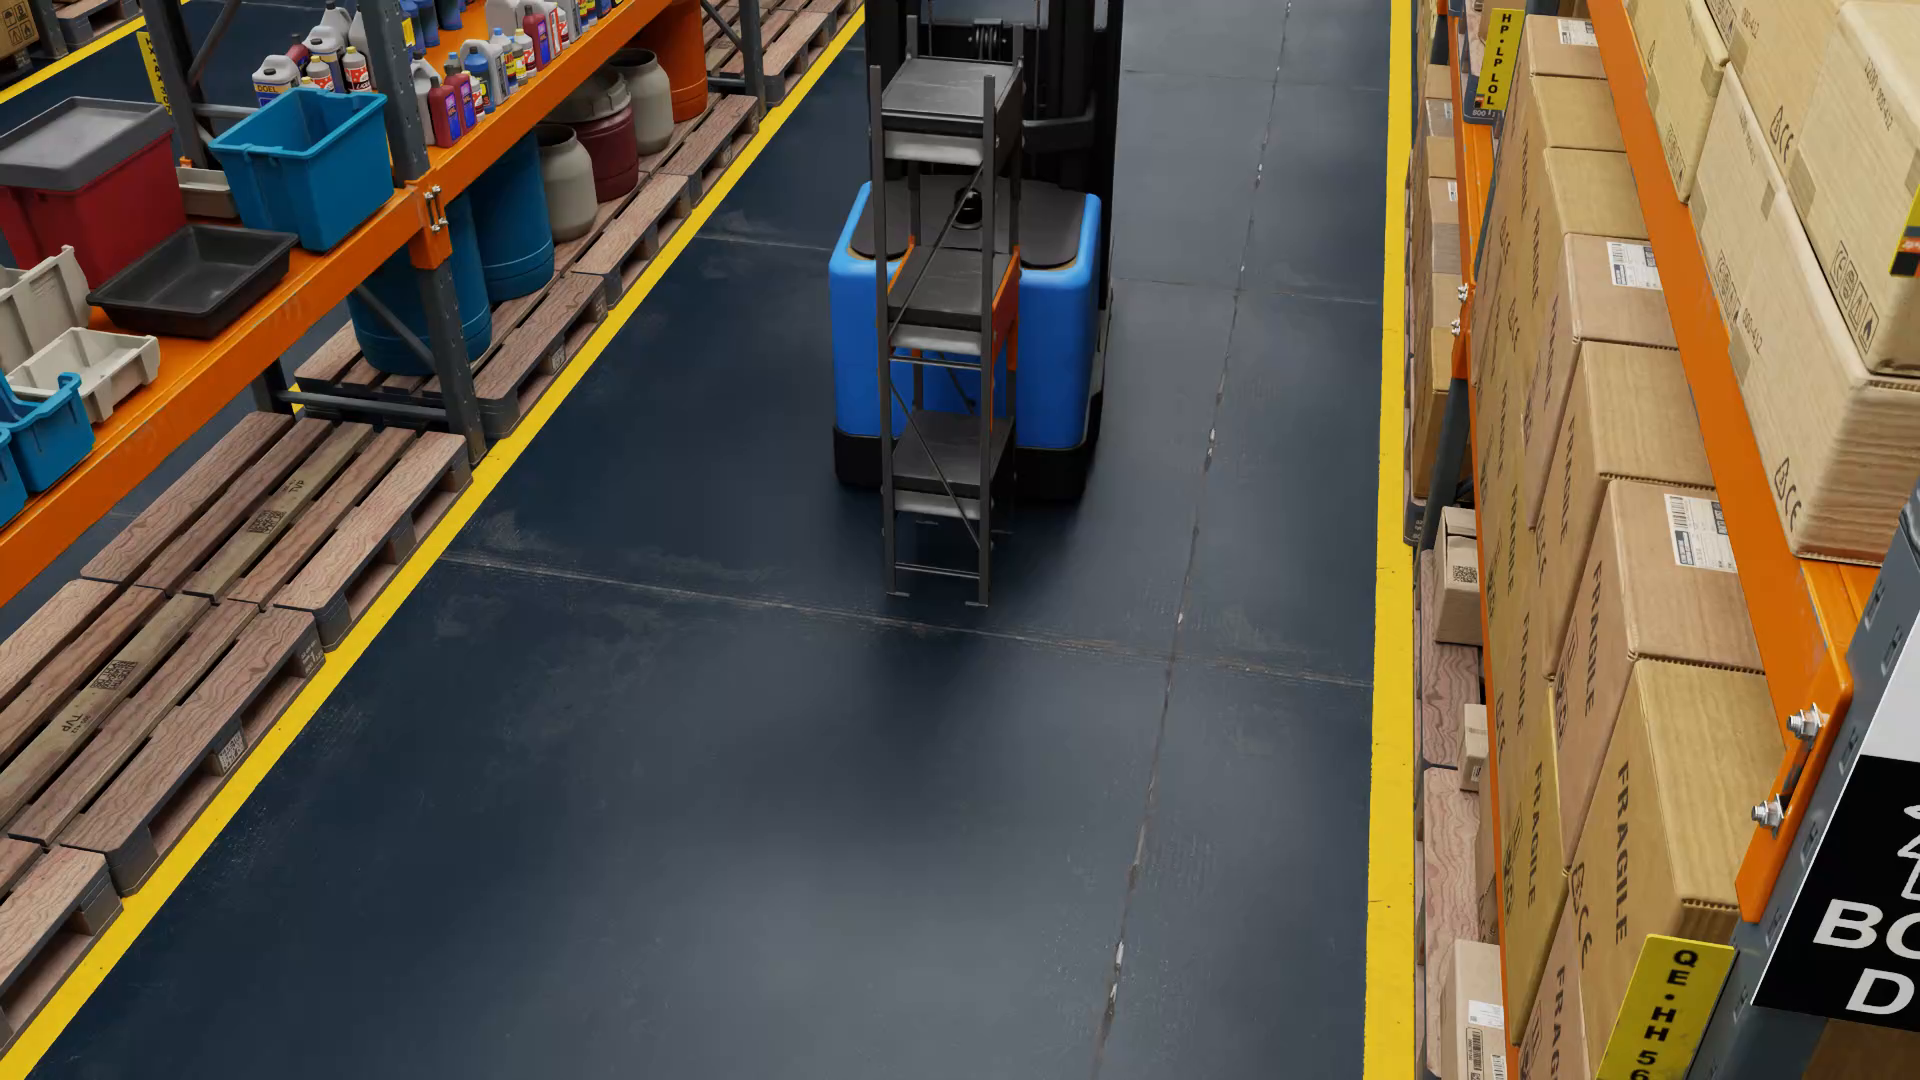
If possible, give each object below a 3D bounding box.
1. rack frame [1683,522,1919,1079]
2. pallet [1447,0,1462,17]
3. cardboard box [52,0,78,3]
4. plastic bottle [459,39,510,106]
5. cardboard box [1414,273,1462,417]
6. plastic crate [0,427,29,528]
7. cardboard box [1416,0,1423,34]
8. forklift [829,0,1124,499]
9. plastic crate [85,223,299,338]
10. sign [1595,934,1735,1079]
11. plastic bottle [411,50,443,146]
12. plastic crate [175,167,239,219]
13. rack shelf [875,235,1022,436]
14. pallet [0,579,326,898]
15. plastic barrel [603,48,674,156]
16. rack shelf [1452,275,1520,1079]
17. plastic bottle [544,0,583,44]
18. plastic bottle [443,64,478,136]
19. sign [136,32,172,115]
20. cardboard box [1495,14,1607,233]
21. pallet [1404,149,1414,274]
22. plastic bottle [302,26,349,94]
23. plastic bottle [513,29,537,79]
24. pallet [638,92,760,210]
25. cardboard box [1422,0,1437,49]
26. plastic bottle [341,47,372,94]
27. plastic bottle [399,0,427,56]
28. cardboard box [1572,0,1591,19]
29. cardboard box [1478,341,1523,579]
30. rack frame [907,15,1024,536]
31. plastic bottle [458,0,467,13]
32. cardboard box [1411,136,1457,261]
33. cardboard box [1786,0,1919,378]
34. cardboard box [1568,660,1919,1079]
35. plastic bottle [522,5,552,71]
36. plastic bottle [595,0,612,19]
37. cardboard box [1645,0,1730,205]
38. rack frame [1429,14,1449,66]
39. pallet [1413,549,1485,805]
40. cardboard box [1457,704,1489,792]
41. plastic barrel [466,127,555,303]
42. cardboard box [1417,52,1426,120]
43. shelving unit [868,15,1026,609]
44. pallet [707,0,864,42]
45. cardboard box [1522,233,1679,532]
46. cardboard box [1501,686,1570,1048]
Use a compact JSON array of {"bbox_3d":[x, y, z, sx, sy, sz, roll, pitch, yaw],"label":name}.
[{"bbox_3d":[1.416,1.292,2.412,1.000,3.000,0.127,7,37,10],"label":"rack frame"},{"bbox_3d":[3.049,-2.820,8.248,1.213,0.211,1.003,7,37,10],"label":"pallet"},{"bbox_3d":[-6.429,-4.091,11.594,0.700,0.500,0.500,5,36,8],"label":"cardboard box"},{"bbox_3d":[-2.019,-2.002,7.062,0.152,0.276,0.135,7,37,10],"label":"plastic bottle"},{"bbox_3d":[2.210,-0.769,7.010,0.500,0.500,0.500,7,37,10],"label":"cardboard box"},{"bbox_3d":[-2.767,-0.143,4.483,0.416,0.233,0.300,7,37,10],"label":"plastic crate"},{"bbox_3d":[3.323,-3.563,11.095,0.500,0.250,0.500,8,37,11],"label":"cardboard box"},{"bbox_3d":[0.172,-2.209,7.301,1.130,2.935,3.031,4,36,6],"label":"forklift"},{"bbox_3d":[-2.544,-0.862,5.567,0.437,0.125,0.590,7,37,10],"label":"plastic crate"},{"bbox_3d":[0.878,0.614,2.091,0.100,0.325,0.005,7,37,10],"label":"sign"},{"bbox_3d":[-2.167,-1.789,6.704,0.144,0.351,0.185,7,37,10],"label":"plastic bottle"},{"bbox_3d":[-2.807,-1.293,6.152,0.396,0.136,0.243,7,37,10],"label":"plastic crate"},{"bbox_3d":[-0.035,-0.744,6.011,0.431,0.518,0.480,7,37,10],"label":"rack shelf"},{"bbox_3d":[-2.945,0.632,5.698,1.003,0.211,1.213,7,37,10],"label":"pallet"},{"bbox_3d":[-1.835,-2.463,9.354,0.421,0.512,0.421,0,36,0],"label":"plastic barrel"},{"bbox_3d":[1.843,0.436,4.205,1.077,0.370,4.000,7,37,10],"label":"rack shelf"},{"bbox_3d":[-1.849,-2.456,7.688,0.152,0.276,0.135,7,37,10],"label":"plastic bottle"},{"bbox_3d":[-2.044,-1.811,6.792,0.061,0.283,0.133,7,37,10],"label":"plastic bottle"},{"bbox_3d":[-3.105,-1.807,6.451,0.100,0.325,0.005,7,37,10],"label":"sign"},{"bbox_3d":[1.895,-1.212,4.929,0.500,0.500,0.500,8,37,11],"label":"cardboard box"},{"bbox_3d":[2.928,-1.742,8.974,1.003,0.211,1.213,7,37,10],"label":"pallet"},{"bbox_3d":[-2.721,-2.050,7.129,0.152,0.276,0.135,7,37,10],"label":"plastic bottle"},{"bbox_3d":[-1.925,-2.146,7.325,0.097,0.201,0.097,0,36,0],"label":"plastic bottle"},{"bbox_3d":[-1.841,-2.332,9.787,1.003,0.211,1.213,7,37,10],"label":"pallet"},{"bbox_3d":[3.101,-3.209,10.128,0.500,0.311,0.500,7,36,9],"label":"cardboard box"},{"bbox_3d":[-2.596,-2.015,7.144,0.097,0.201,0.097,0,36,0],"label":"plastic bottle"},{"bbox_3d":[-2.488,-2.333,7.522,0.097,0.271,0.097,0,36,0],"label":"plastic bottle"},{"bbox_3d":[2.675,-1.858,6.314,0.700,0.500,0.500,13,38,17],"label":"cardboard box"},{"bbox_3d":[1.680,-0.204,4.390,0.500,0.500,0.500,7,37,10],"label":"cardboard box"},{"bbox_3d":[0.017,-0.895,6.196,0.400,2.100,0.015,7,37,10],"label":"rack frame"},{"bbox_3d":[-2.449,-2.686,8.010,0.097,0.271,0.097,0,36,0],"label":"plastic bottle"},{"bbox_3d":[2.530,-1.648,8.223,0.500,0.500,0.500,7,36,9],"label":"cardboard box"},{"bbox_3d":[1.277,-0.391,1.879,0.500,0.250,0.500,7,37,10],"label":"cardboard box"},{"bbox_3d":[1.242,0.557,2.489,0.500,0.500,0.500,7,37,10],"label":"cardboard box"},{"bbox_3d":[-1.883,-2.243,7.389,0.061,0.283,0.133,7,37,10],"label":"plastic bottle"},{"bbox_3d":[-1.770,-2.689,7.946,0.144,0.351,0.185,7,37,10],"label":"plastic bottle"},{"bbox_3d":[1.480,-0.763,2.819,0.500,0.250,0.500,7,37,10],"label":"cardboard box"},{"bbox_3d":[3.125,-3.295,8.740,1.000,3.000,0.127,7,37,10],"label":"rack frame"},{"bbox_3d":[2.123,0.521,5.851,1.003,0.211,1.213,7,37,10],"label":"pallet"},{"bbox_3d":[1.794,0.678,5.298,0.380,0.166,0.250,7,37,10],"label":"cardboard box"},{"bbox_3d":[-2.284,-1.661,7.916,0.600,0.901,0.708,7,37,10],"label":"plastic barrel"},{"bbox_3d":[2.999,-2.684,9.882,0.500,0.250,0.500,8,37,11],"label":"cardboard box"},{"bbox_3d":[-0.035,-0.755,6.003,0.431,2.100,0.503,7,37,10],"label":"shelving unit"},{"bbox_3d":[-1.247,-3.925,11.986,1.003,0.211,1.213,7,37,10],"label":"pallet"},{"bbox_3d":[1.565,-0.325,3.706,0.500,0.500,0.500,8,37,11],"label":"cardboard box"},{"bbox_3d":[1.353,0.662,3.195,0.500,0.500,0.500,8,37,10],"label":"cardboard box"}]
